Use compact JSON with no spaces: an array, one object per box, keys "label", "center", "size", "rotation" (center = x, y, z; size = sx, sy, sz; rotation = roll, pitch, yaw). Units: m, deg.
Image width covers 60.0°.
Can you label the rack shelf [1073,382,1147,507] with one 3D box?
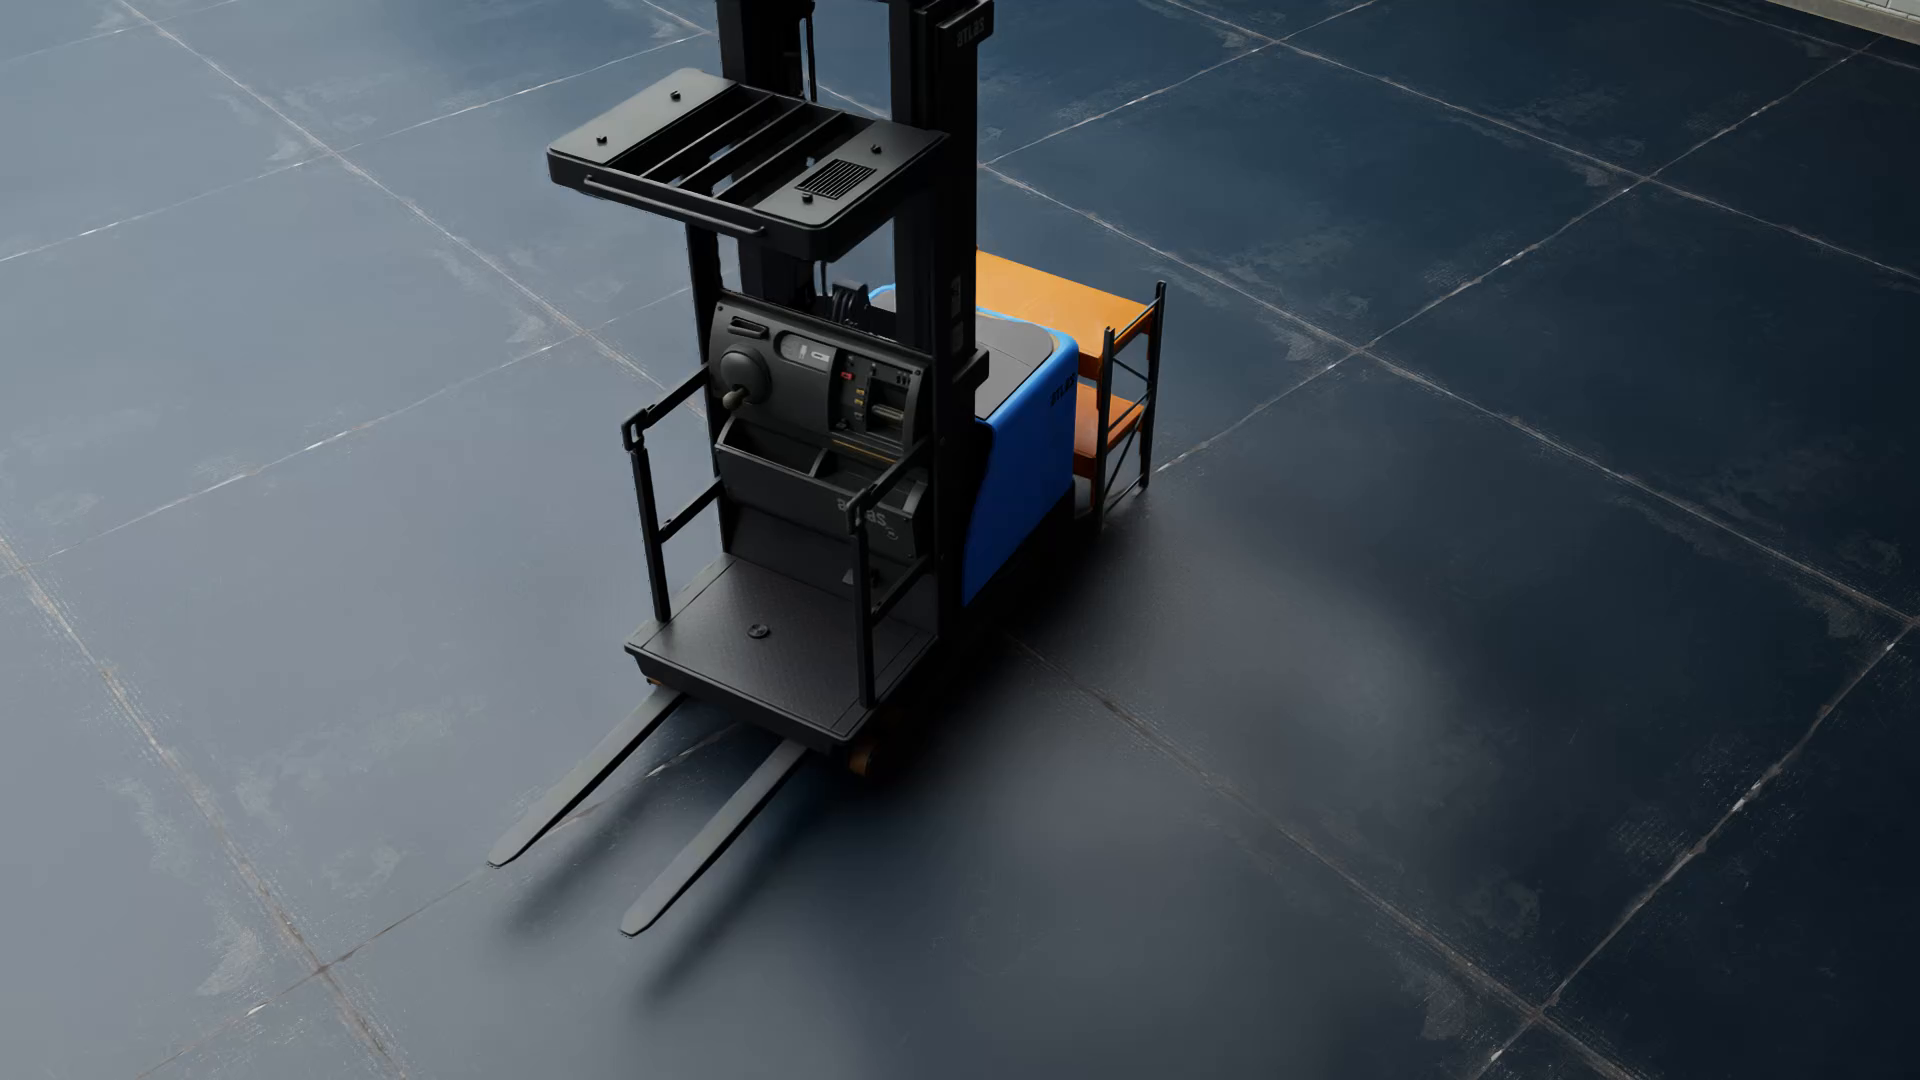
[{"label":"rack shelf","center":[0.342,-0.570,7.949],"size":[1.000,0.278,0.538],"rotation":[23,44,26]}]

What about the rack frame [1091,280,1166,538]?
[{"label":"rack frame","center":[0.764,-0.581,7.575],"size":[0.032,1.125,0.500],"rotation":[23,44,26]}]

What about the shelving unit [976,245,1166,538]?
[{"label":"shelving unit","center":[0.342,-0.760,7.795],"size":[1.048,1.125,0.538],"rotation":[23,44,26]}]

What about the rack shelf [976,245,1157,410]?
[{"label":"rack shelf","center":[0.342,-0.987,7.612],"size":[1.000,0.278,0.538],"rotation":[23,44,26]}]

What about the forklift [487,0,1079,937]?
[{"label":"forklift","center":[-0.650,-0.533,6.077],"size":[1.130,2.935,3.031],"rotation":[20,43,23]}]
